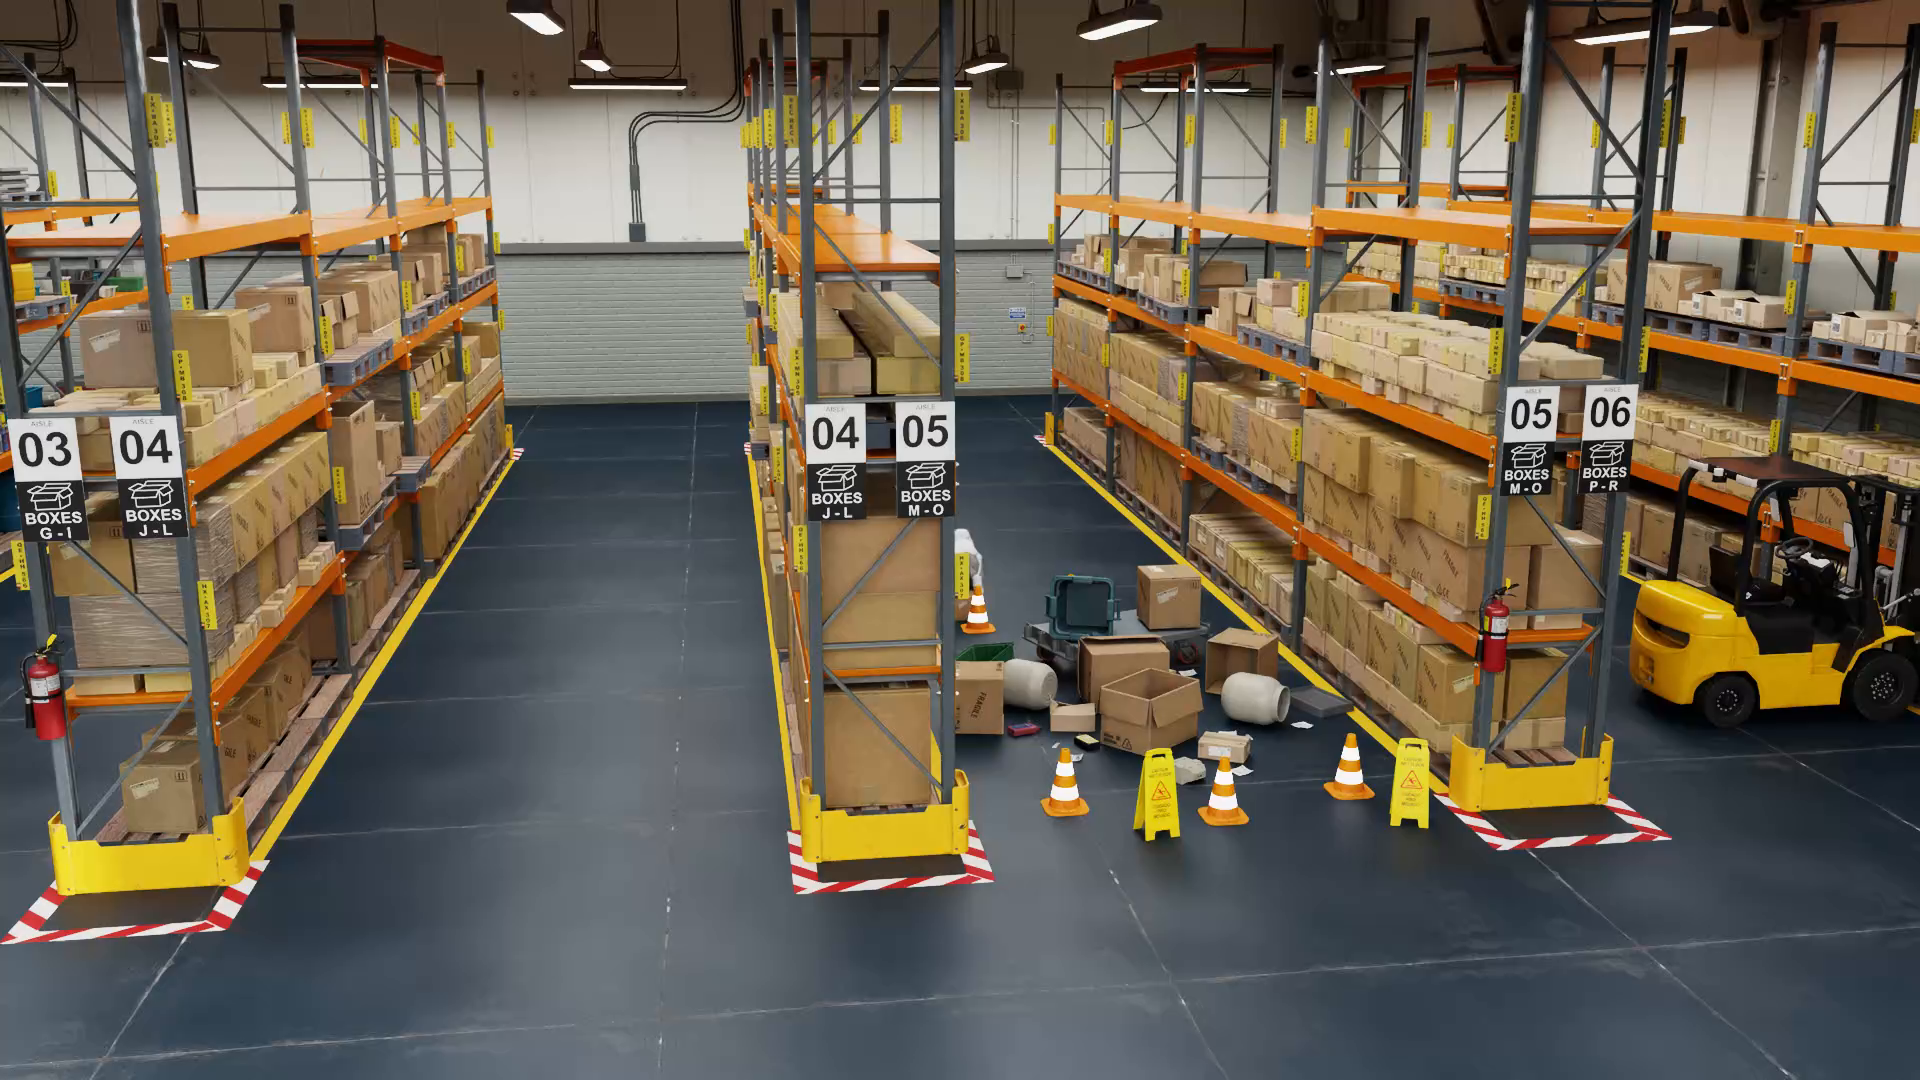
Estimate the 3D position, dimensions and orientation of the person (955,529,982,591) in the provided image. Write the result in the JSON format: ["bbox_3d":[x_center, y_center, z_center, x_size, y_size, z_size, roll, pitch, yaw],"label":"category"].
[{"bbox_3d":[0.000,0.348,17.799,0.447,0.852,0.887,-3,14,-11],"label":"person"}]
